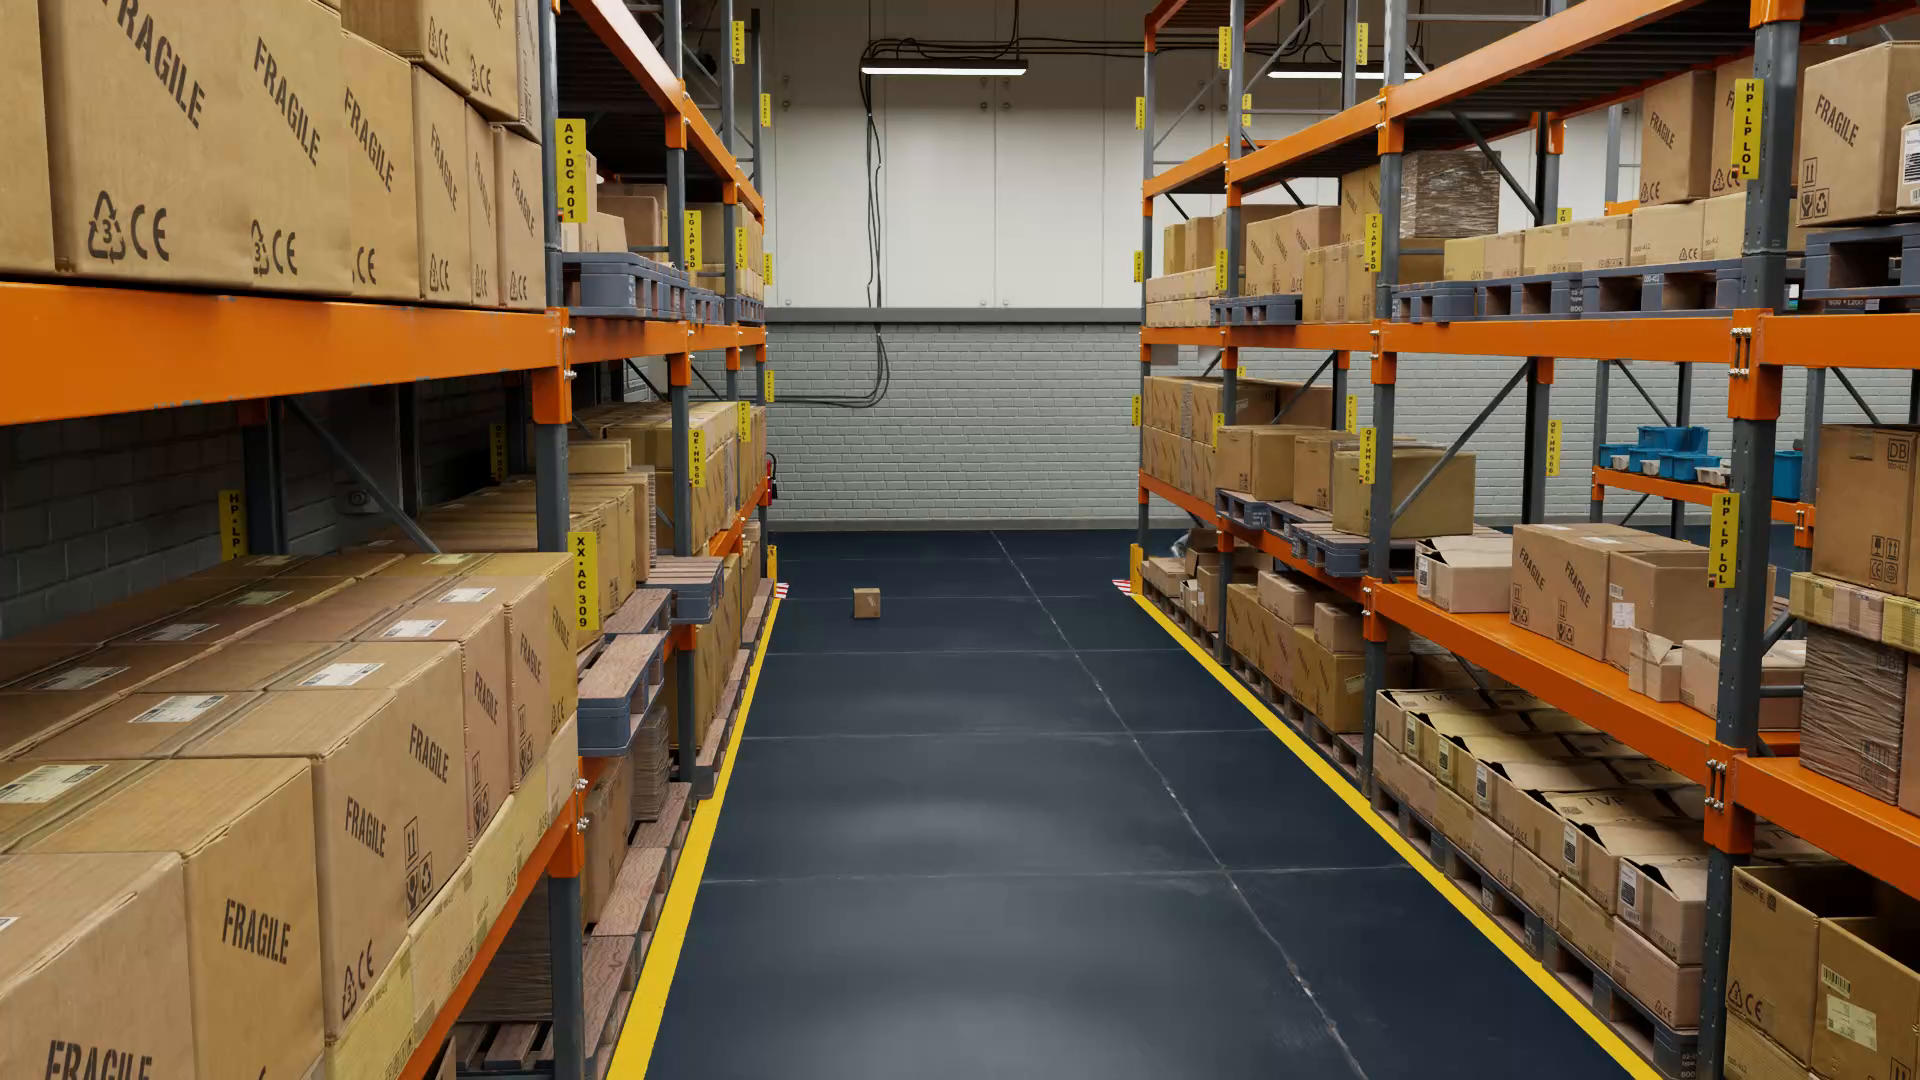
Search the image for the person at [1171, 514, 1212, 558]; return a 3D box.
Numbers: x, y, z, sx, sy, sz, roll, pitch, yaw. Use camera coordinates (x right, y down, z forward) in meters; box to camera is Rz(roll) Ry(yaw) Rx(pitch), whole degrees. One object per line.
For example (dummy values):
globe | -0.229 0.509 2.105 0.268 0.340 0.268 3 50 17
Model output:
person | 2.686 -0.414 19.015 0.515 1.578 0.424 0 7 1
